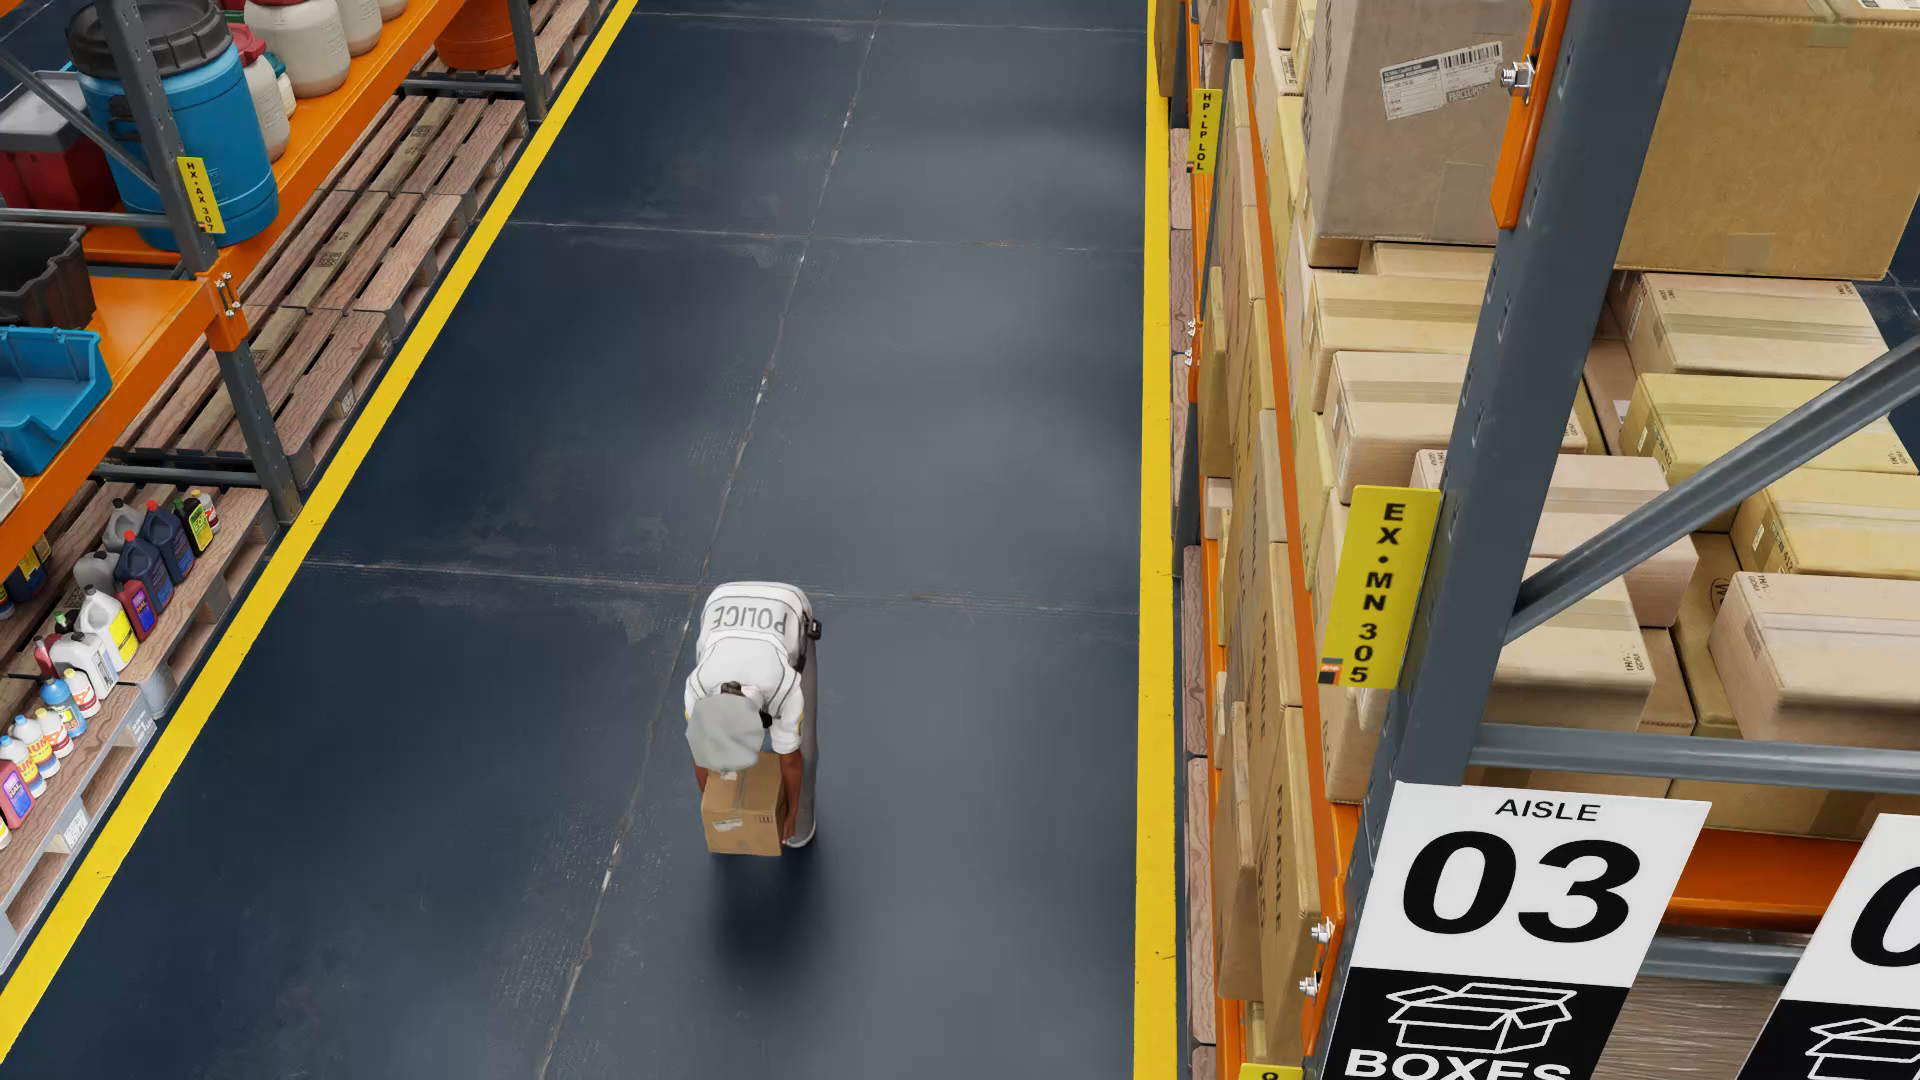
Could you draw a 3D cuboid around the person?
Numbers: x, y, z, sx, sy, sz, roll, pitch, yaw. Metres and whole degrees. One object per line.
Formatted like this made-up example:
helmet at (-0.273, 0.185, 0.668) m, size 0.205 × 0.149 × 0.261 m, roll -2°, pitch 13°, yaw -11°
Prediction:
person at (-0.710, 0.713, 5.723) m, size 0.420 × 1.142 × 0.938 m, roll 2°, pitch 40°, yaw 2°
